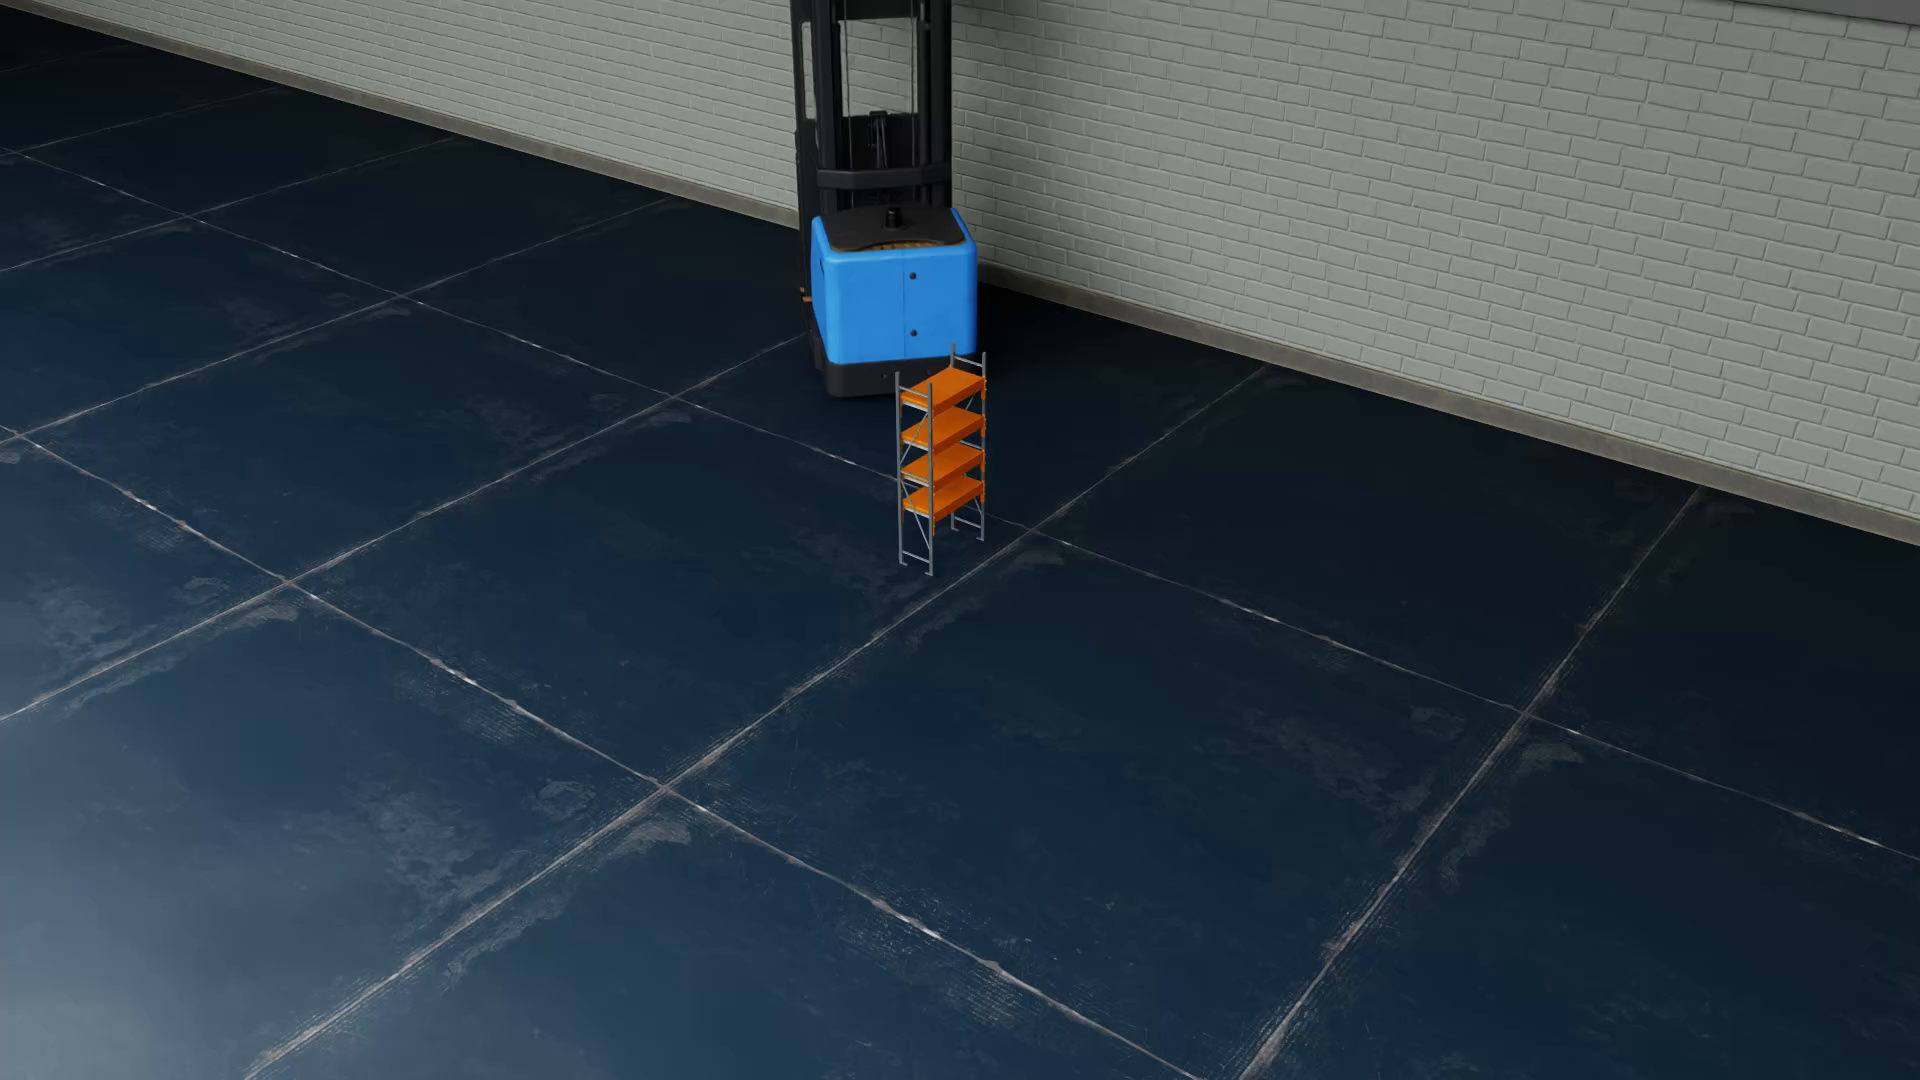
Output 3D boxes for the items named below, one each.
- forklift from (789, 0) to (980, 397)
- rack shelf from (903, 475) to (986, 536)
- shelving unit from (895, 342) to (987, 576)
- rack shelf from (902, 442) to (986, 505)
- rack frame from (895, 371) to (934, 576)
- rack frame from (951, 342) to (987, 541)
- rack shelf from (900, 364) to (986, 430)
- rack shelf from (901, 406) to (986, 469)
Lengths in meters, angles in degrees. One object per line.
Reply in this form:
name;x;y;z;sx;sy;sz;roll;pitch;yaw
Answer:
forklift;-0.646;-2.961;11.872;1.130;2.935;3.031;-5;31;-9
rack shelf;-0.100;-0.220;9.466;0.258;0.148;0.480;21;37;31
shelving unit;-0.100;-0.449;9.331;0.258;1.200;0.503;21;37;31
rack shelf;-0.100;-0.391;9.365;0.258;0.148;0.480;21;37;31
rack frame;-0.247;-0.350;9.163;0.240;1.200;0.015;21;37;31
rack frame;0.047;-0.548;9.498;0.240;1.200;0.015;21;37;31
rack shelf;-0.100;-0.787;9.130;0.258;0.148;0.480;21;37;31
rack shelf;-0.100;-0.583;9.251;0.258;0.148;0.480;21;37;31
